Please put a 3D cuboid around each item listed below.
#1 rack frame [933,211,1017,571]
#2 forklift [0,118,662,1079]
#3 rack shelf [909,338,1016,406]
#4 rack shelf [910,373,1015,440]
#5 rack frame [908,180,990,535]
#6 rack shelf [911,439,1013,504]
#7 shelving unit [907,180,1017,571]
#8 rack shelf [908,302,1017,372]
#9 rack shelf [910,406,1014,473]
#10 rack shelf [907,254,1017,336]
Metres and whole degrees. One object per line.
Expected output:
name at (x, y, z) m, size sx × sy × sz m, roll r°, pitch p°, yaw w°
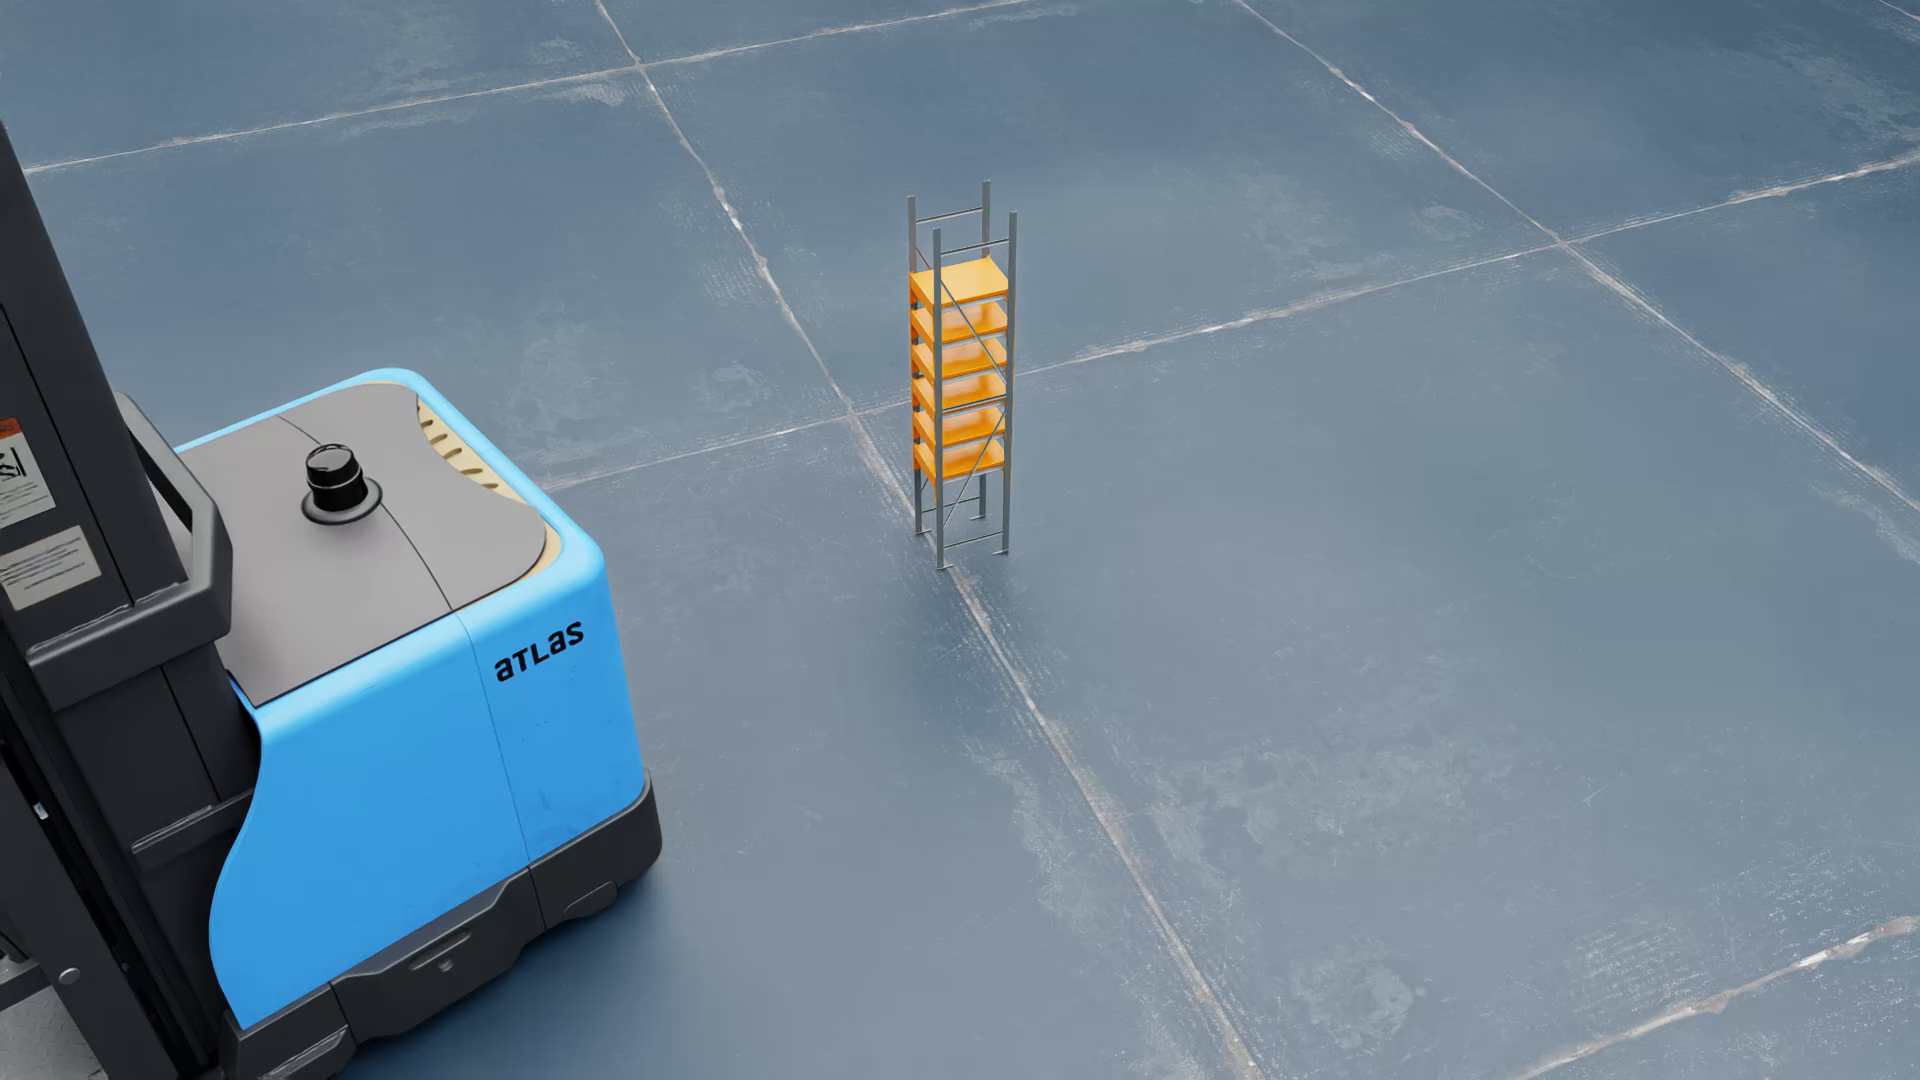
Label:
rack frame at (0.041, -0.391, 4.785) m, size 0.240 × 1.200 × 0.006 m, roll -15°, pitch 43°, yaw -17°
forklift at (-2.209, 0.111, 2.873) m, size 3.031 × 2.935 × 1.130 m, roll -29°, pitch 48°, yaw -29°
rack shelf at (0.006, -0.504, 4.799) m, size 0.258 × 0.103 × 0.180 m, roll -15°, pitch 43°, yaw -17°
rack shelf at (0.006, -0.413, 4.878) m, size 0.258 × 0.103 × 0.180 m, roll -15°, pitch 43°, yaw -17°
rack frame at (-0.029, -0.501, 4.913) m, size 0.240 × 1.200 × 0.006 m, roll -15°, pitch 43°, yaw -17°
rack shelf at (0.006, -0.231, 5.034) m, size 0.258 × 0.103 × 0.180 m, roll -15°, pitch 43°, yaw -17°
shelving unit at (0.006, -0.446, 4.849) m, size 0.258 × 1.200 × 0.189 m, roll -15°, pitch 43°, yaw -17°
rack shelf at (0.006, -0.594, 4.721) m, size 0.258 × 0.103 × 0.180 m, roll -15°, pitch 43°, yaw -17°
rack shelf at (0.006, -0.322, 4.956) m, size 0.258 × 0.103 × 0.180 m, roll -15°, pitch 43°, yaw -17°
rack shelf at (0.006, -0.685, 4.643) m, size 0.258 × 0.103 × 0.180 m, roll -15°, pitch 43°, yaw -17°
